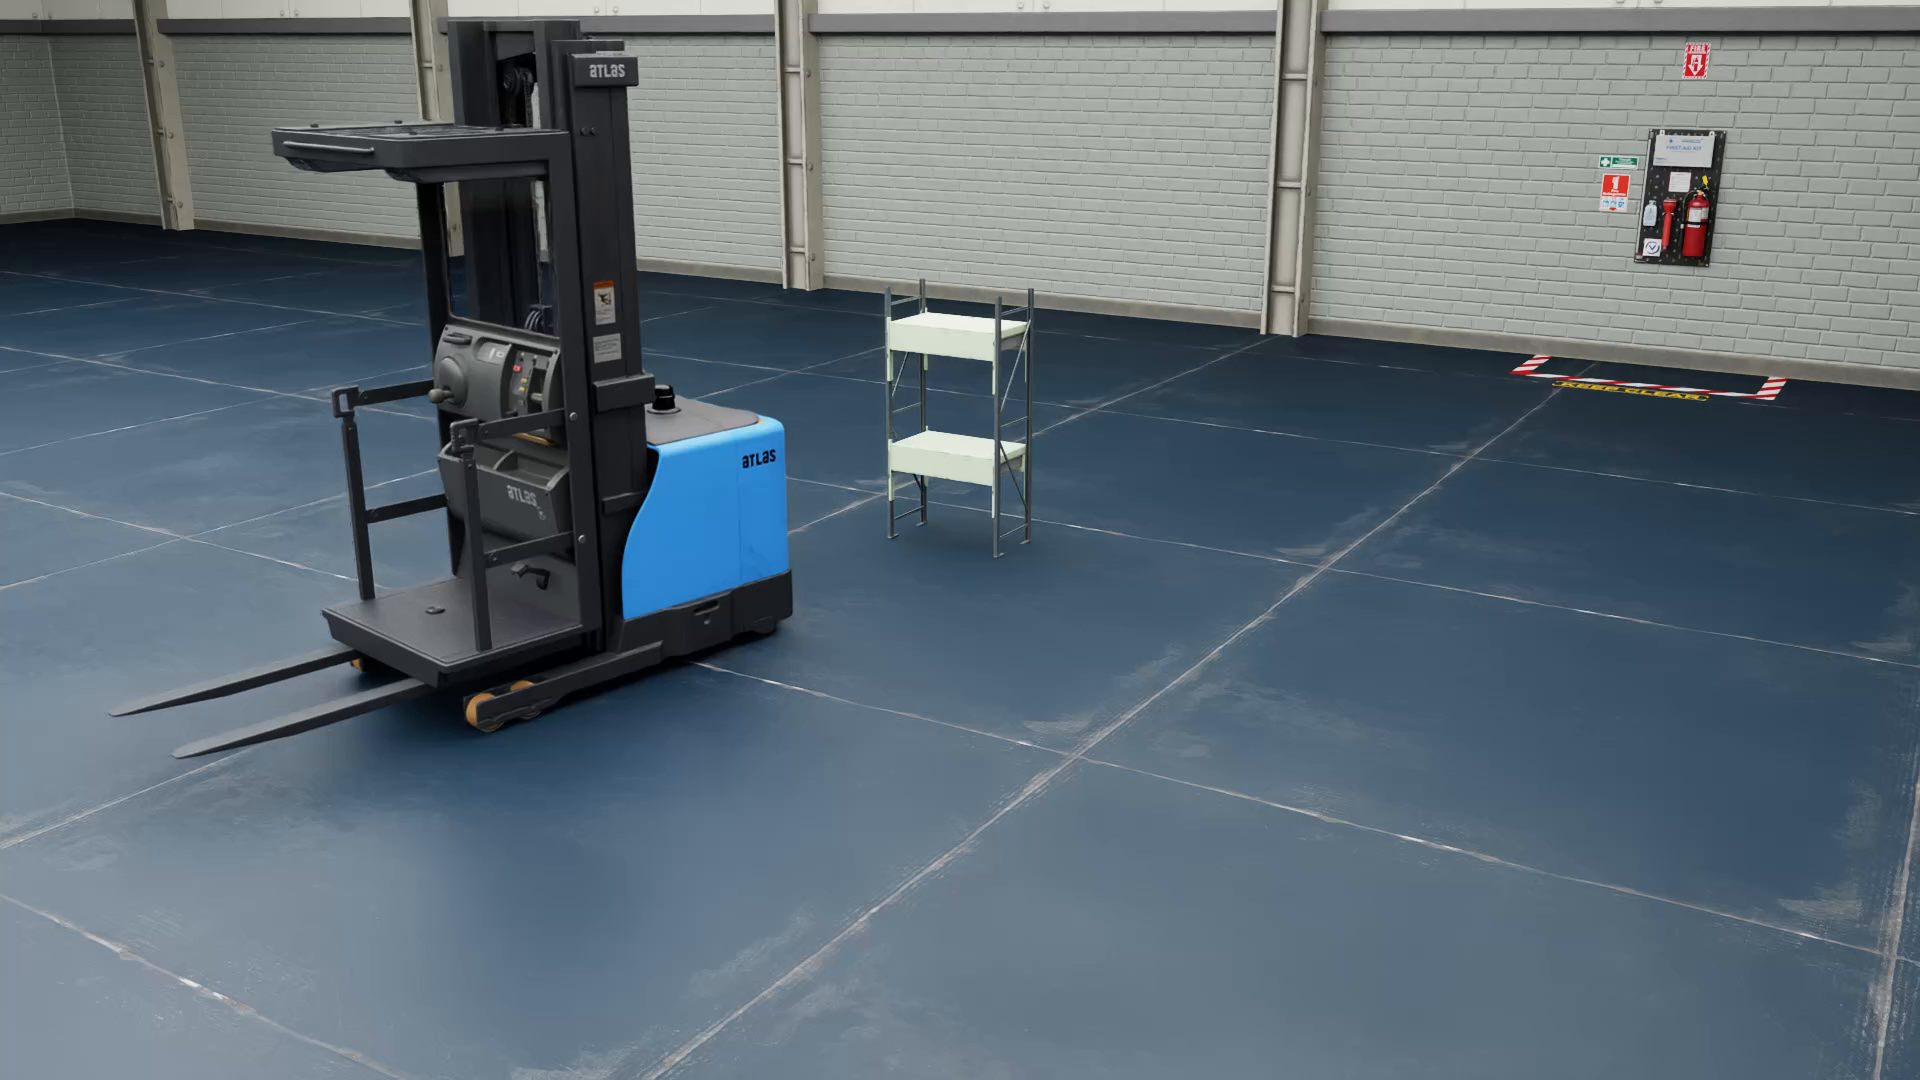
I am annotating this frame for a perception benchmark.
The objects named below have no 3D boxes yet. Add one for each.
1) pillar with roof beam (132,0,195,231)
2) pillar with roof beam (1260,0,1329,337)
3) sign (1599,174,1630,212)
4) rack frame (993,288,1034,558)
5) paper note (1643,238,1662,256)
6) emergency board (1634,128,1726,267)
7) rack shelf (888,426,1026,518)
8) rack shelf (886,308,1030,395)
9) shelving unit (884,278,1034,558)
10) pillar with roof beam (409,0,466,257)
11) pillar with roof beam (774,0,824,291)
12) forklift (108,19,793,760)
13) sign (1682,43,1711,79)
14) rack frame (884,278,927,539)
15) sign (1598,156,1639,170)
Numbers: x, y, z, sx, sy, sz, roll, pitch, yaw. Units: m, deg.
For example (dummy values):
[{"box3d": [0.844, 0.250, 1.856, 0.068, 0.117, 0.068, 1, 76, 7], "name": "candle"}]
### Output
[{"box3d": [-14.331, -8.056, 20.919, 0.400, 9.000, 9.100, 10, 20, 30], "name": "pillar with roof beam"}, {"box3d": [1.007, -5.318, 11.906, 0.400, 9.000, 9.100, 10, 20, 30], "name": "pillar with roof beam"}, {"box3d": [5.869, -3.113, 14.908, 0.234, 0.329, 0.001, 10, 20, 30], "name": "sign"}, {"box3d": [0.306, -0.663, 9.483, 0.023, 1.500, 0.400, 10, 20, 30], "name": "rack frame"}, {"box3d": [6.172, -2.609, 14.825, 0.142, 0.148, 0.016, 10, 20, 30], "name": "paper note"}, {"box3d": [6.287, -2.986, 14.552, 0.643, 1.169, 0.194, 10, 20, 30], "name": "emergency board"}, {"box3d": [-0.006, -0.407, 9.761, 0.720, 0.370, 0.431, 10, 20, 30], "name": "rack shelf"}, {"box3d": [-0.006, -1.092, 9.553, 0.720, 0.370, 0.431, 10, 20, 30], "name": "rack shelf"}, {"box3d": [-0.006, -0.719, 9.667, 0.755, 1.500, 0.431, 10, 20, 30], "name": "shelving unit"}, {"box3d": [-9.219, -7.143, 17.915, 0.400, 9.000, 9.100, 10, 20, 30], "name": "pillar with roof beam"}, {"box3d": [-4.106, -6.231, 14.910, 0.400, 9.000, 9.100, 10, 20, 30], "name": "pillar with roof beam"}, {"box3d": [-2.214, -0.742, 7.281, 1.130, 2.935, 3.031, 15, 22, 41], "name": "forklift"}, {"box3d": [6.332, -4.122, 14.300, 0.199, 0.298, 0.001, 10, 20, 30], "name": "sign"}, {"box3d": [-0.318, -0.774, 9.850, 0.023, 1.500, 0.400, 10, 20, 30], "name": "rack frame"}, {"box3d": [5.869, -3.364, 14.821, 0.331, 0.109, 0.001, 10, 20, 30], "name": "sign"}]
